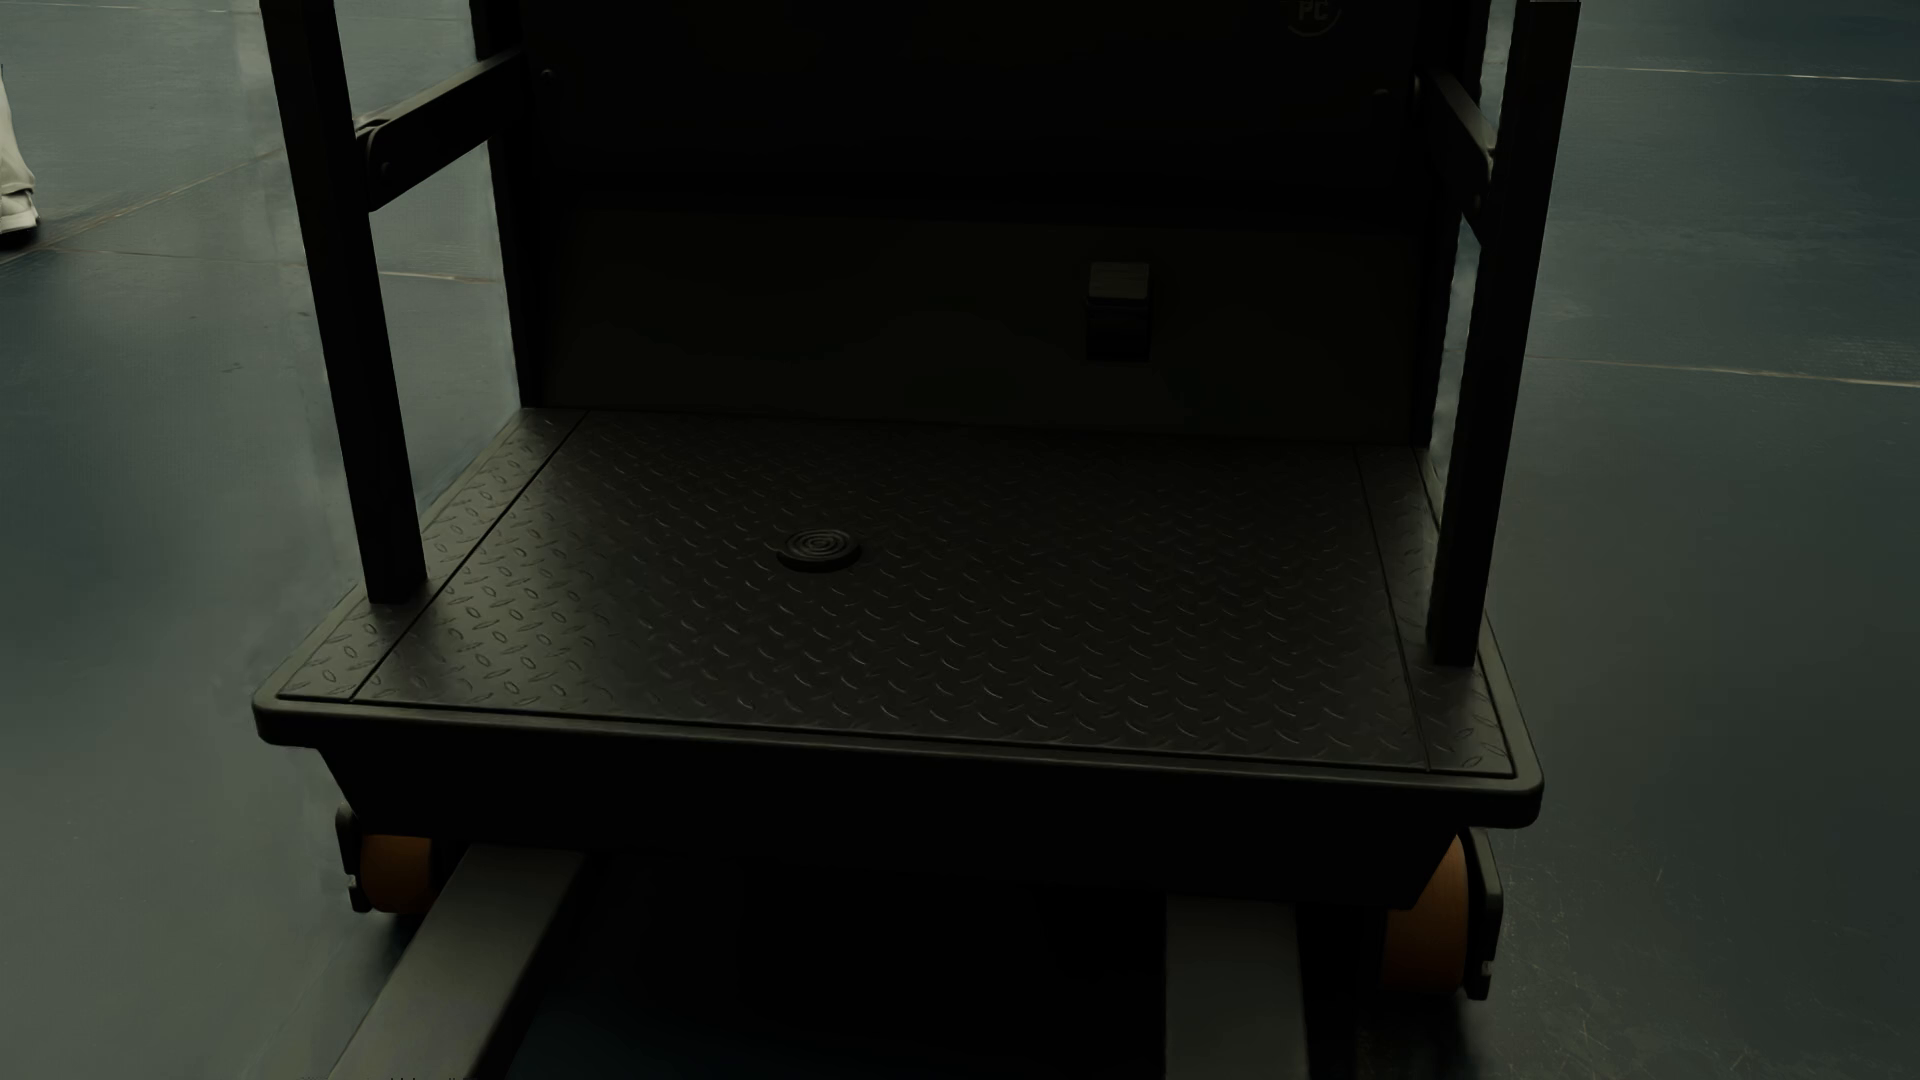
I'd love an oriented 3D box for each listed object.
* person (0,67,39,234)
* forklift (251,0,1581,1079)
[{"bbox_3d":[-2.365,-1.450,3.528,0.757,1.732,0.773,20,33,34],"label":"person"},{"bbox_3d":[-0.020,-1.030,1.289,1.130,2.935,3.031,3,27,6],"label":"forklift"}]
